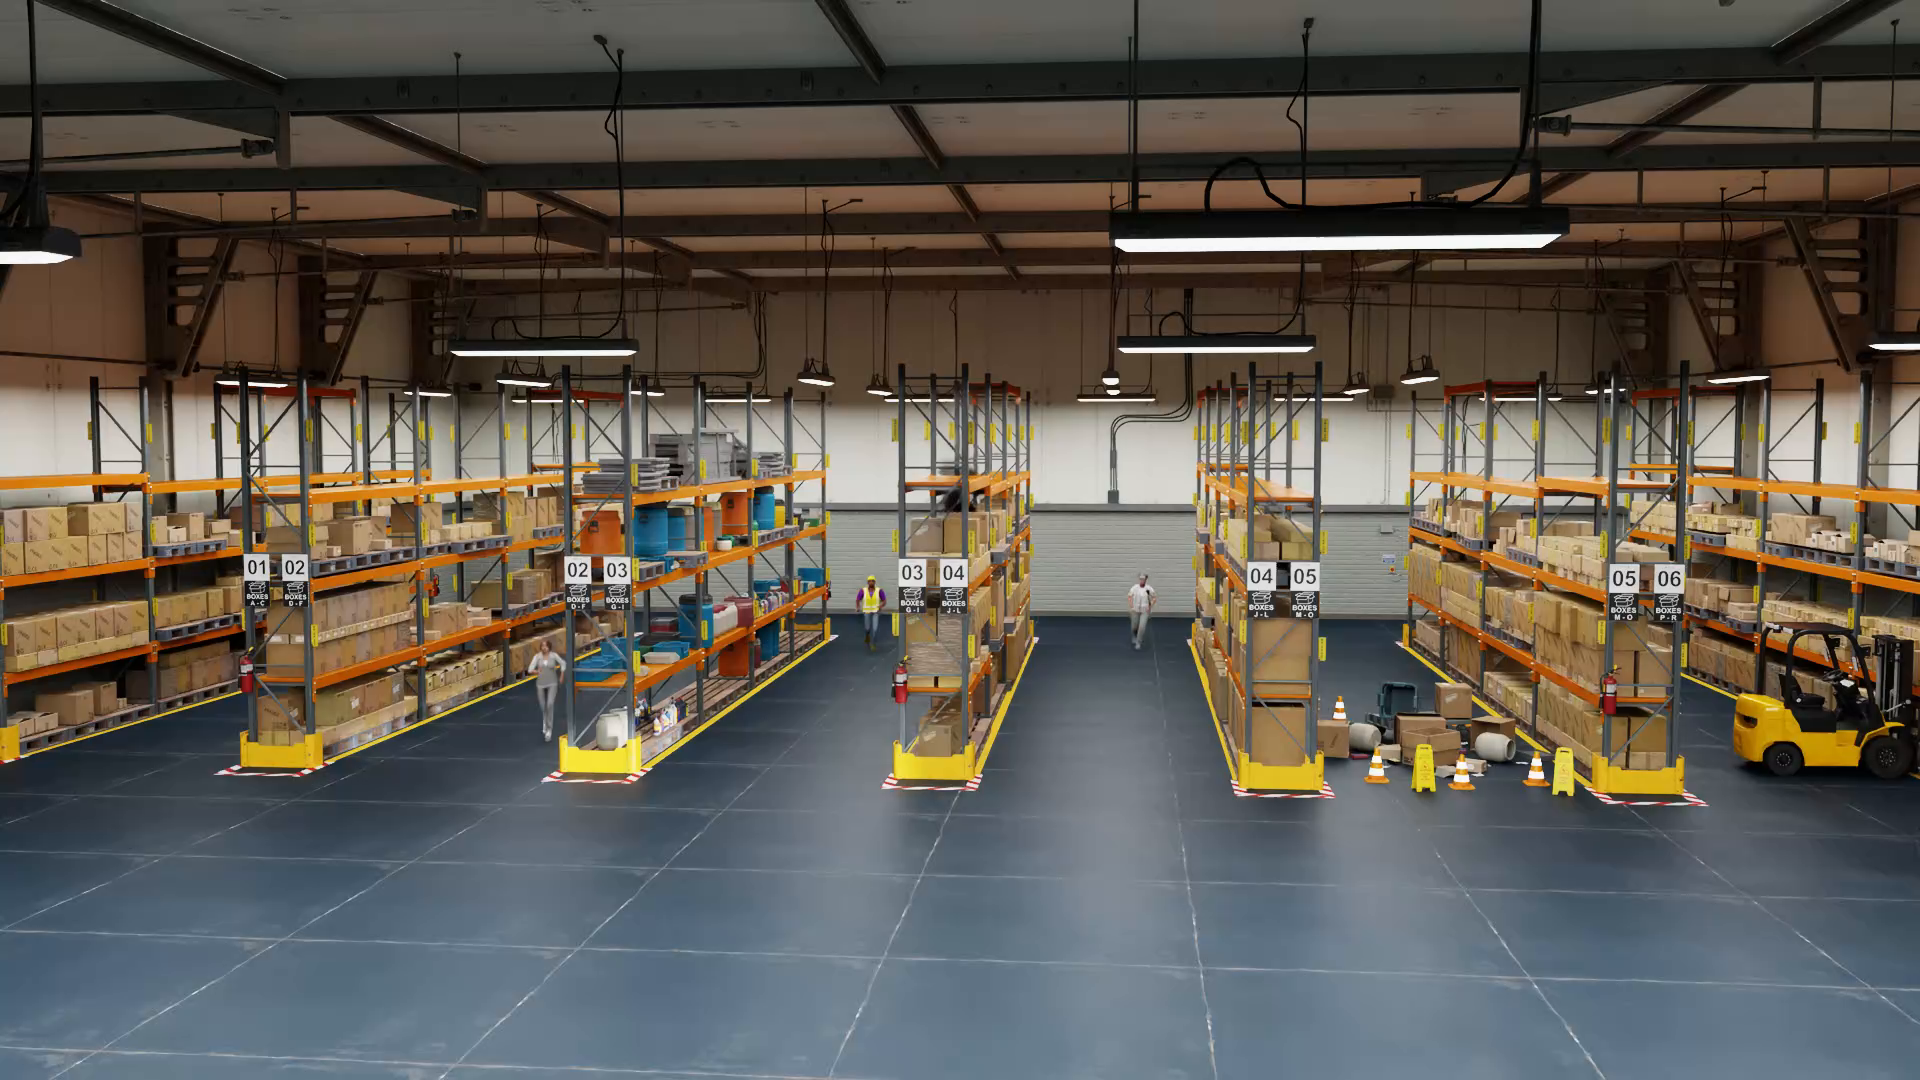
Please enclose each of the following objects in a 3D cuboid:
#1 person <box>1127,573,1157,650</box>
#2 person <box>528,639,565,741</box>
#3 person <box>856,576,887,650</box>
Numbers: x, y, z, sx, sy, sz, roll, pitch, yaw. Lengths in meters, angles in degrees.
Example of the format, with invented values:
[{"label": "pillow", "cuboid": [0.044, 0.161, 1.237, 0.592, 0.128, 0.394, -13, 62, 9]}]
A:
[{"label": "person", "cuboid": [4.238, 1.649, 38.846, 0.671, 1.771, 0.742, 1, 4, 11]}, {"label": "person", "cuboid": [-6.799, 2.432, 27.346, 0.565, 1.631, 0.778, 0, 4, -5]}, {"label": "person", "cuboid": [-2.047, 1.681, 38.445, 0.713, 1.719, 0.586, 0, 4, -3]}]
